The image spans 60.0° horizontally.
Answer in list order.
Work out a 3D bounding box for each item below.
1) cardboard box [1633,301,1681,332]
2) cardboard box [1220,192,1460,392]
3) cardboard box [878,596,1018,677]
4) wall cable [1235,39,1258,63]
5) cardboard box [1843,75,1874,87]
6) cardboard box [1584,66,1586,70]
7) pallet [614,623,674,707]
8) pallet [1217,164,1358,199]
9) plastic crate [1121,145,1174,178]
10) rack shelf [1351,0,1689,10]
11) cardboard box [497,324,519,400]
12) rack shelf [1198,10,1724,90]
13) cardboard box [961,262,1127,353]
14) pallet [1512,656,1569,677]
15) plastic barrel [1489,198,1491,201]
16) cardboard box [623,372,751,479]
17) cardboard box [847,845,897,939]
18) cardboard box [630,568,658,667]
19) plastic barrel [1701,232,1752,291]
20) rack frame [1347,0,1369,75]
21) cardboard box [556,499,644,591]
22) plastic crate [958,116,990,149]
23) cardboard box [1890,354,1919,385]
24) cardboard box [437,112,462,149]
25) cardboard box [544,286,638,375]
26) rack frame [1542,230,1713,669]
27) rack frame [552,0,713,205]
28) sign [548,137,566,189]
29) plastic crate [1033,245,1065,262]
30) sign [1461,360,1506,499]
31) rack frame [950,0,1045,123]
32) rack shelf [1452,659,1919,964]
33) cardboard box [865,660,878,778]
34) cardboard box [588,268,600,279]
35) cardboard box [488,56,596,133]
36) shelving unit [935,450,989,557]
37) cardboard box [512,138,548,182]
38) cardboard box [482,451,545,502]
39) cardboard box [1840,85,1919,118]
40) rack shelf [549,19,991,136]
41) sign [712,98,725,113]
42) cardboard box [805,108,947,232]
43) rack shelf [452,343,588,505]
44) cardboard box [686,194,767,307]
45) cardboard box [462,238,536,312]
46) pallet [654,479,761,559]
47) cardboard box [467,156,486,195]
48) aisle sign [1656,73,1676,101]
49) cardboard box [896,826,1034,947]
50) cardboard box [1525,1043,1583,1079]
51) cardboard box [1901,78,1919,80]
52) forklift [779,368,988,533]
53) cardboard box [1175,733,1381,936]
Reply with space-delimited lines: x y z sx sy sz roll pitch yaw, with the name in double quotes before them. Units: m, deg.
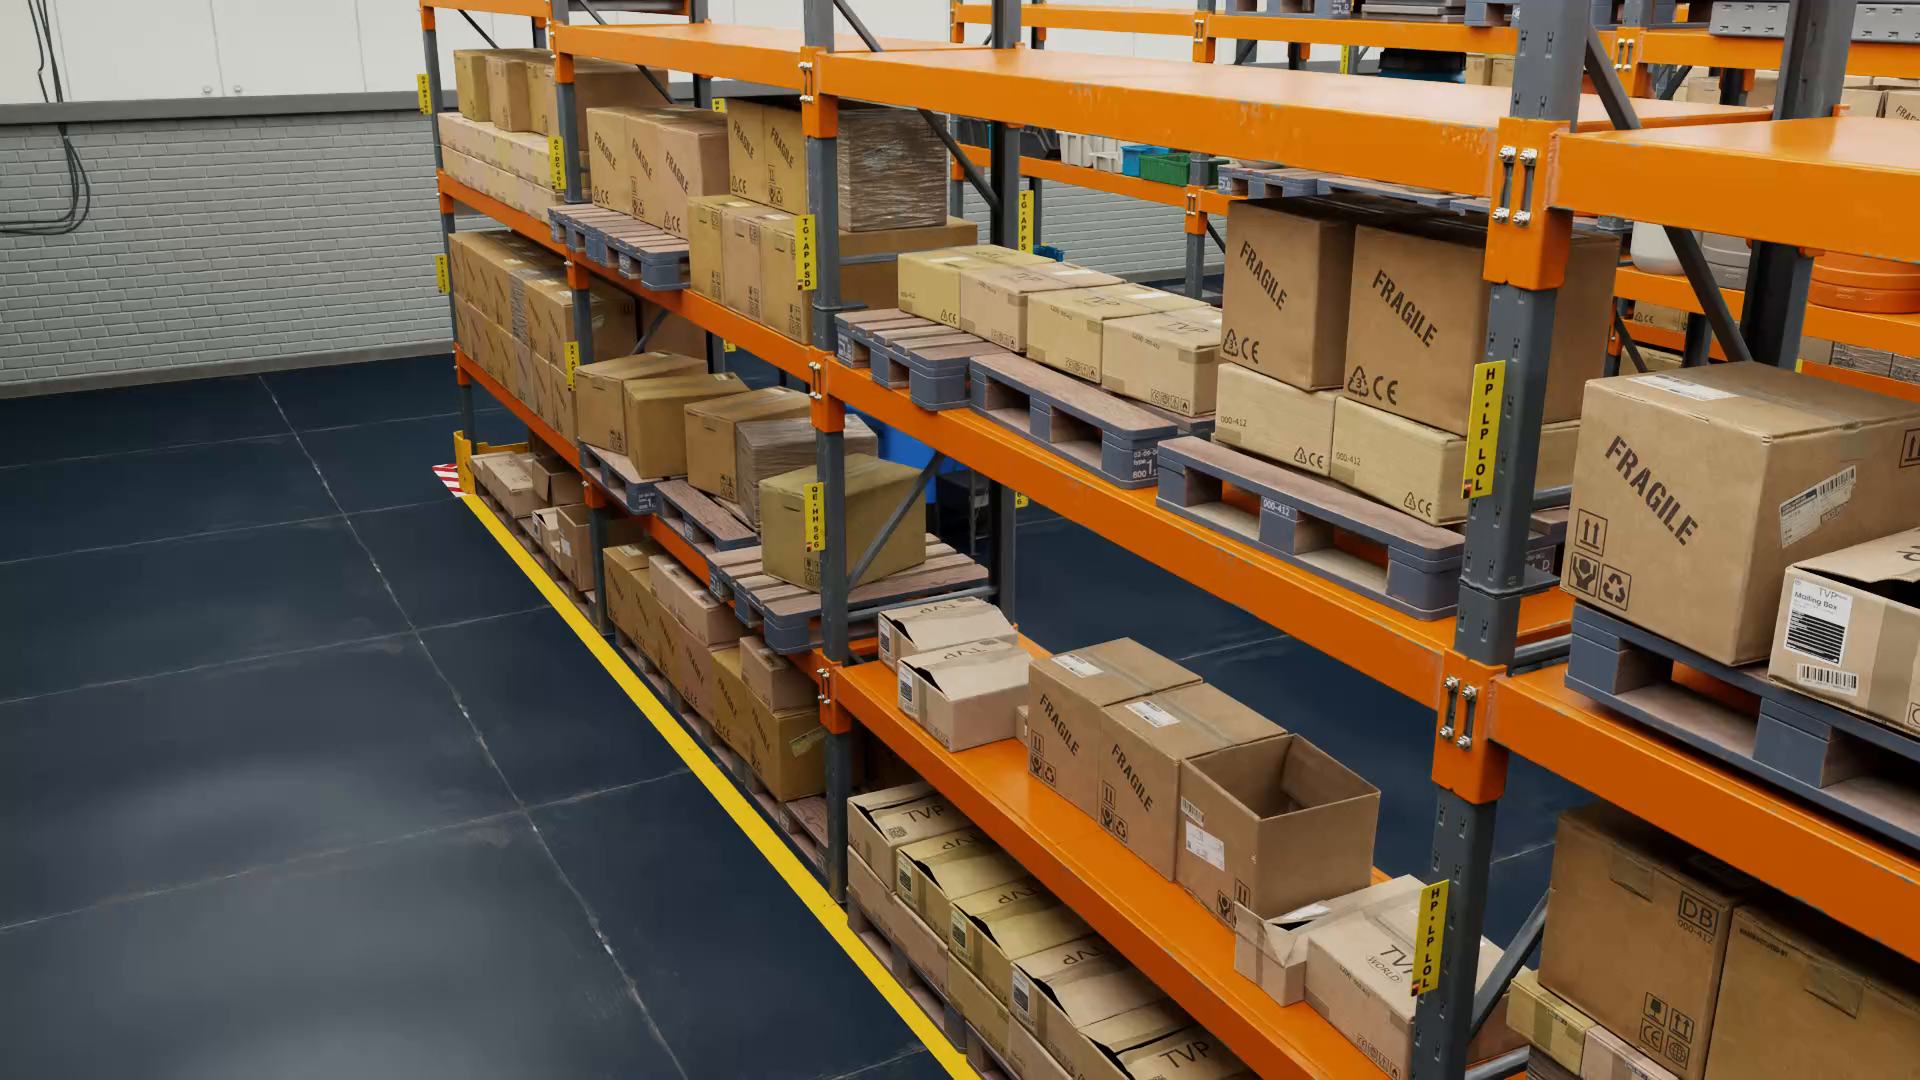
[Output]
"cardboard box" 6.624 -2.240 15.370 0.500 0.500 0.500 -10 21 -26
"cardboard box" 1.156 -0.776 5.121 0.500 0.500 0.500 -8 21 -21
"cardboard box" -0.060 0.472 7.802 0.500 0.311 0.500 -9 21 -23
"wall cable" 5.075 -10.025 23.957 2.277 5.999 0.120 -10 21 -27
"cardboard box" 10.108 -5.079 18.617 0.500 0.250 0.500 -9 21 -24
"cardboard box" 6.201 -4.290 15.915 0.700 0.500 0.500 -11 22 -30
"pallet" -1.675 0.716 11.233 1.003 0.211 1.213 -10 21 -27
"pallet" 2.725 -2.715 12.591 1.213 0.211 1.003 -10 21 -27
"plastic crate" 1.554 -3.147 13.810 0.416 0.233 0.300 -10 21 -27
"rack shelf" 5.676 -5.244 16.749 1.077 0.370 4.000 -10 21 -27
"cardboard box" -3.293 -1.422 12.999 0.500 0.500 0.500 -10 21 -26
"rack shelf" 3.217 -3.329 11.198 1.077 0.370 4.000 -10 21 -27
"cardboard box" 0.335 -0.958 6.797 0.500 0.250 0.500 -9 21 -25
"pallet" 3.755 0.651 11.422 1.003 0.211 1.213 -10 21 -27
"plastic barrel" 3.528 -2.284 10.621 0.301 0.262 0.301 0 19 0
"cardboard box" -1.684 -0.717 10.315 0.700 0.500 0.500 -6 20 -18
"cardboard box" -0.204 1.616 7.922 0.500 0.250 0.500 -10 21 -27
"cardboard box" -1.816 0.472 10.823 0.500 0.500 0.500 -10 21 -26
"plastic barrel" 4.365 -1.833 8.979 0.600 0.901 0.600 0 19 0
"rack frame" 4.726 -6.347 18.231 1.000 3.000 0.127 -10 21 -27
"cardboard box" -2.614 0.024 12.120 0.500 0.500 0.500 -10 21 -27
"plastic crate" 0.305 -3.947 16.072 0.497 0.269 0.590 -10 21 -27
"cardboard box" 7.841 -1.509 13.254 0.500 0.500 0.500 -10 22 -27
"cardboard box" -3.979 -3.374 13.675 0.500 0.250 0.500 -10 21 -27
"cardboard box" -2.562 -1.455 11.563 0.500 0.500 0.500 -10 21 -26
"rack frame" 4.166 -0.448 10.330 1.000 3.000 0.127 -10 21 -27
"rack frame" -2.094 -3.666 10.459 1.000 3.000 0.127 -10 21 -27
"sign" -2.568 -2.406 10.614 0.100 0.325 0.005 -10 21 -27
"plastic crate" 0.691 -2.722 16.776 0.616 0.435 0.499 -10 21 -27
"sign" 1.232 -0.258 3.906 0.100 0.325 0.005 -10 21 -27
"rack frame" 0.368 -5.580 16.007 1.000 3.000 0.127 -10 21 -27
"rack shelf" 2.655 0.963 2.747 1.077 0.370 4.000 -10 21 -27
"cardboard box" -0.413 0.968 9.386 0.500 0.500 0.500 -11 22 -29
"cardboard box" -2.559 -1.824 12.634 0.500 0.500 0.500 -11 22 -28
"cardboard box" -3.085 -3.329 12.397 0.700 0.500 0.500 -10 21 -27
"shelving unit" 0.109 -0.964 13.207 0.431 2.100 0.503 -13 23 -33
"cardboard box" -2.798 -2.655 11.591 0.500 0.250 0.500 -10 21 -27
"cardboard box" -3.748 -0.543 14.147 0.500 0.250 0.500 -10 21 -27
"cardboard box" 7.536 -3.463 13.669 0.797 0.503 0.637 -10 22 -27
"rack shelf" -1.144 -2.562 8.978 1.077 0.370 4.000 -10 21 -27
"sign" -1.607 -2.765 11.052 0.100 0.325 0.005 -10 21 -27
"cardboard box" -0.396 -1.746 7.807 0.500 0.500 0.500 -10 21 -27
"rack shelf" -3.044 -1.064 13.219 1.077 0.370 4.000 -10 21 -27
"cardboard box" -0.921 -1.562 8.809 0.910 0.500 0.500 -10 21 -27
"cardboard box" -3.760 -2.181 13.667 0.500 0.500 0.500 -10 21 -26
"pallet" -1.122 -0.148 9.757 1.003 0.211 1.213 -10 21 -27
"cardboard box" -3.508 -2.849 12.922 0.500 0.250 0.500 -10 21 -27
"aisle sign" 8.841 -5.454 20.854 0.394 0.787 0.004 -10 21 -27
"cardboard box" 0.052 1.500 7.398 0.500 0.311 0.500 -11 22 -28
"cardboard box" 1.921 1.546 4.400 0.700 0.500 0.500 -11 22 -28
"cardboard box" 10.362 -5.060 17.950 0.380 0.149 0.250 -10 21 -27
"forklift" -0.984 -1.817 14.403 1.130 2.935 3.031 -13 23 -33
"cardboard box" 1.104 1.045 5.851 0.500 0.500 0.500 -8 21 -23
